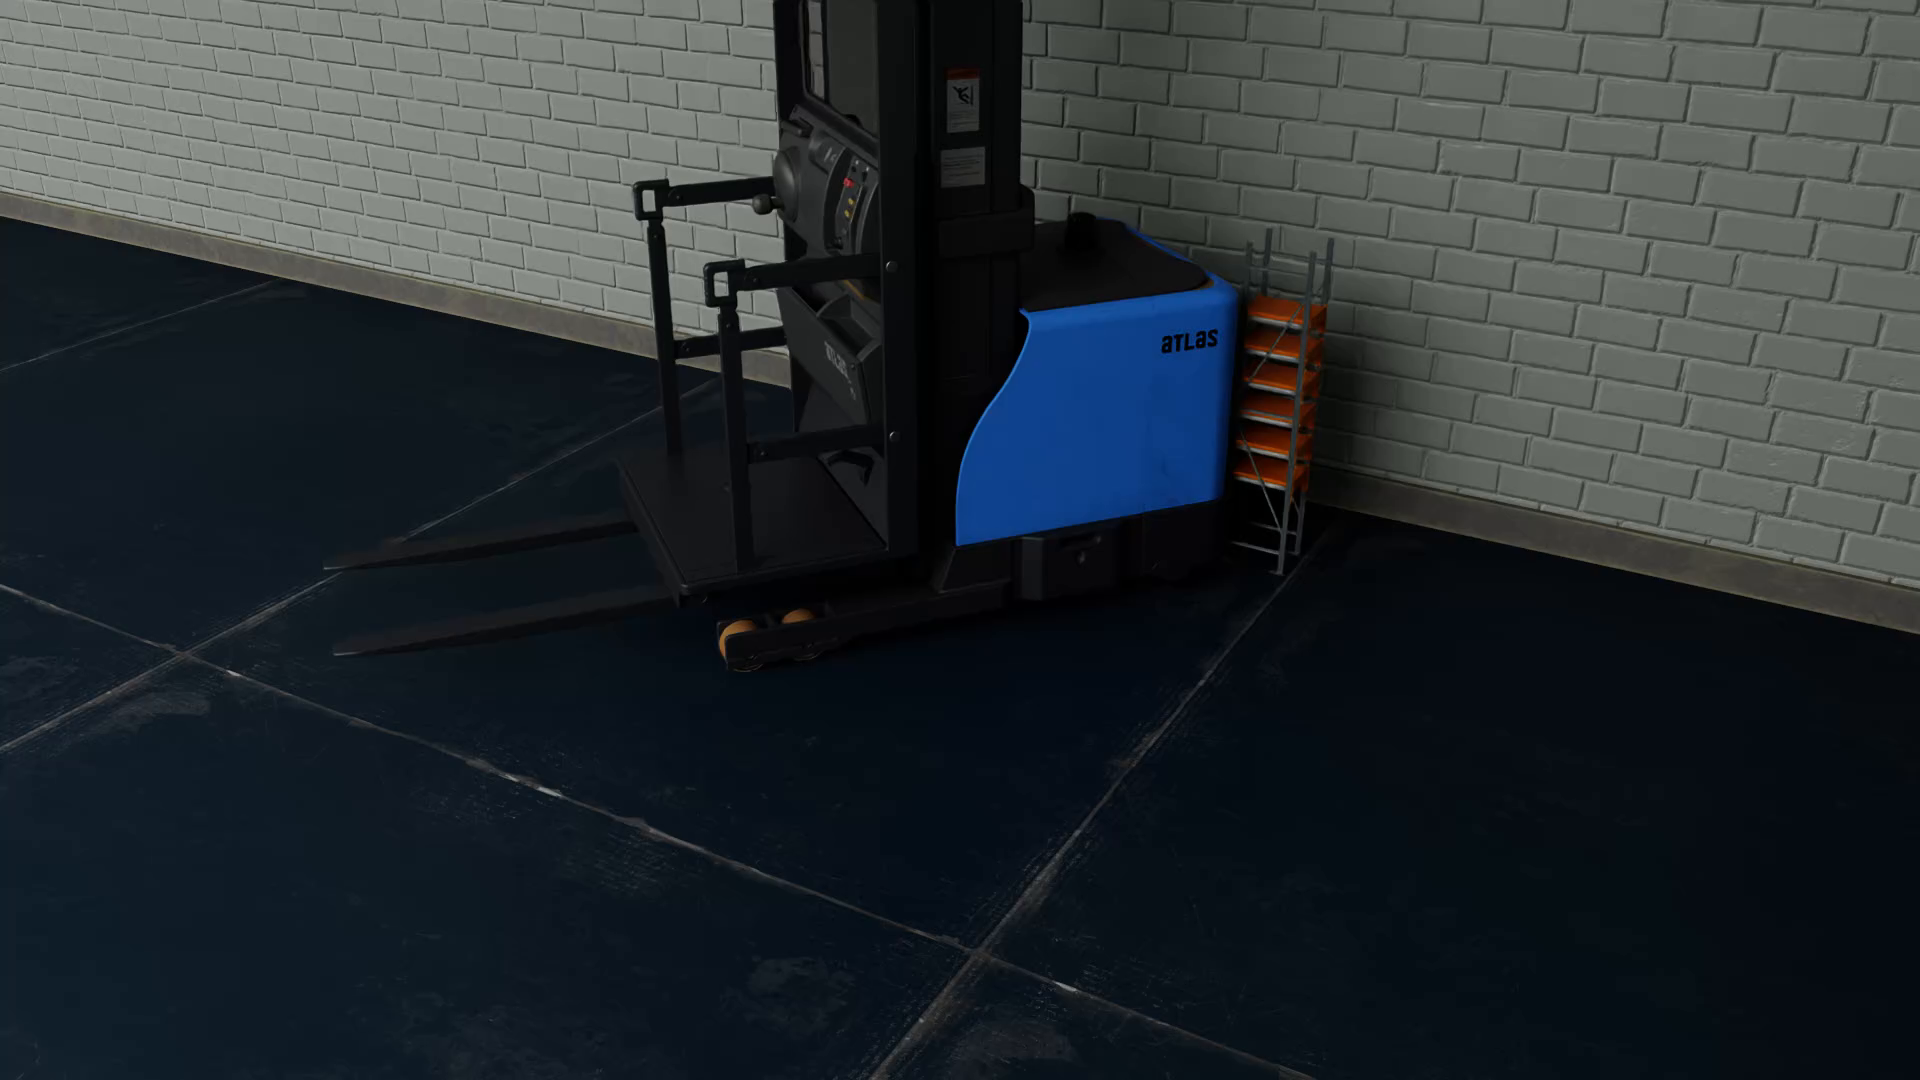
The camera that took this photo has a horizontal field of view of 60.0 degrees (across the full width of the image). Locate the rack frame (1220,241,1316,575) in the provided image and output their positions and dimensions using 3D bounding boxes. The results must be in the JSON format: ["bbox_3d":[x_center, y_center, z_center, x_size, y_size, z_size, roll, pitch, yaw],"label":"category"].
[{"bbox_3d":[1.062,-0.436,5.778,0.240,1.200,0.006,15,30,26],"label":"rack frame"}]

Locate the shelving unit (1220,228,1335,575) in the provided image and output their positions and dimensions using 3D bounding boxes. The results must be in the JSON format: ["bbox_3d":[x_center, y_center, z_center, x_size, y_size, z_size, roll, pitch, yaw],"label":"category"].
[{"bbox_3d":[1.107,-0.472,5.849,0.258,1.200,0.189,15,30,26],"label":"shelving unit"}]

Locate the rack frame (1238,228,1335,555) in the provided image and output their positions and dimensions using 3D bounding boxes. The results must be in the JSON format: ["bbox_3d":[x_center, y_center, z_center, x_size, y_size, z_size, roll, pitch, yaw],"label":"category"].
[{"bbox_3d":[1.153,-0.507,5.920,0.240,1.200,0.006,15,30,26],"label":"rack frame"}]

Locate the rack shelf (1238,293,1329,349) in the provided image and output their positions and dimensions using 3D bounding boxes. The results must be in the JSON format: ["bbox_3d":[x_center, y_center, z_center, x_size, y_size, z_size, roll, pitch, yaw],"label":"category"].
[{"bbox_3d":[1.109,-0.753,5.706,0.258,0.103,0.180,15,30,26],"label":"rack shelf"}]

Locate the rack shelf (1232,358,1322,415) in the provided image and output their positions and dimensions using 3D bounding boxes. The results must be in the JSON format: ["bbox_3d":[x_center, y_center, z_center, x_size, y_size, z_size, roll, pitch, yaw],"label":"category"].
[{"bbox_3d":[1.108,-0.539,5.815,0.258,0.103,0.180,15,30,26],"label":"rack shelf"}]

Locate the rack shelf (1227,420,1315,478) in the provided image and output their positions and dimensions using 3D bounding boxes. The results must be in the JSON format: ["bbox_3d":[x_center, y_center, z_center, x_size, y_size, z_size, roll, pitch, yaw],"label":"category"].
[{"bbox_3d":[1.107,-0.325,5.924,0.258,0.103,0.180,15,30,26],"label":"rack shelf"}]

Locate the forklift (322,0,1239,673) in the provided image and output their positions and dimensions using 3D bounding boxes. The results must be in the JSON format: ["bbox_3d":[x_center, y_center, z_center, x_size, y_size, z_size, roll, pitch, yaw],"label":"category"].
[{"bbox_3d":[-0.619,-1.149,5.272,3.031,2.935,1.130,-10,28,-19],"label":"forklift"}]

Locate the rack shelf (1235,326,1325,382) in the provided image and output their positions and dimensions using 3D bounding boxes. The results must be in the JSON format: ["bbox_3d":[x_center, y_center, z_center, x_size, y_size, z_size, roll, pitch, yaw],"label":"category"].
[{"bbox_3d":[1.108,-0.646,5.761,0.258,0.103,0.180,15,30,26],"label":"rack shelf"}]

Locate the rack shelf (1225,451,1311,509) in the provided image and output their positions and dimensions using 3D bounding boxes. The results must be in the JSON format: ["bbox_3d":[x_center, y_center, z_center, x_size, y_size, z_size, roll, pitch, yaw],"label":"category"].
[{"bbox_3d":[1.106,-0.218,5.978,0.258,0.103,0.180,15,30,26],"label":"rack shelf"}]

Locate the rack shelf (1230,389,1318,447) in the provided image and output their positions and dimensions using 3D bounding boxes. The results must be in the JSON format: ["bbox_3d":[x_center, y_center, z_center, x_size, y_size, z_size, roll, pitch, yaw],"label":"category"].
[{"bbox_3d":[1.107,-0.432,5.869,0.258,0.103,0.180,15,30,26],"label":"rack shelf"}]
